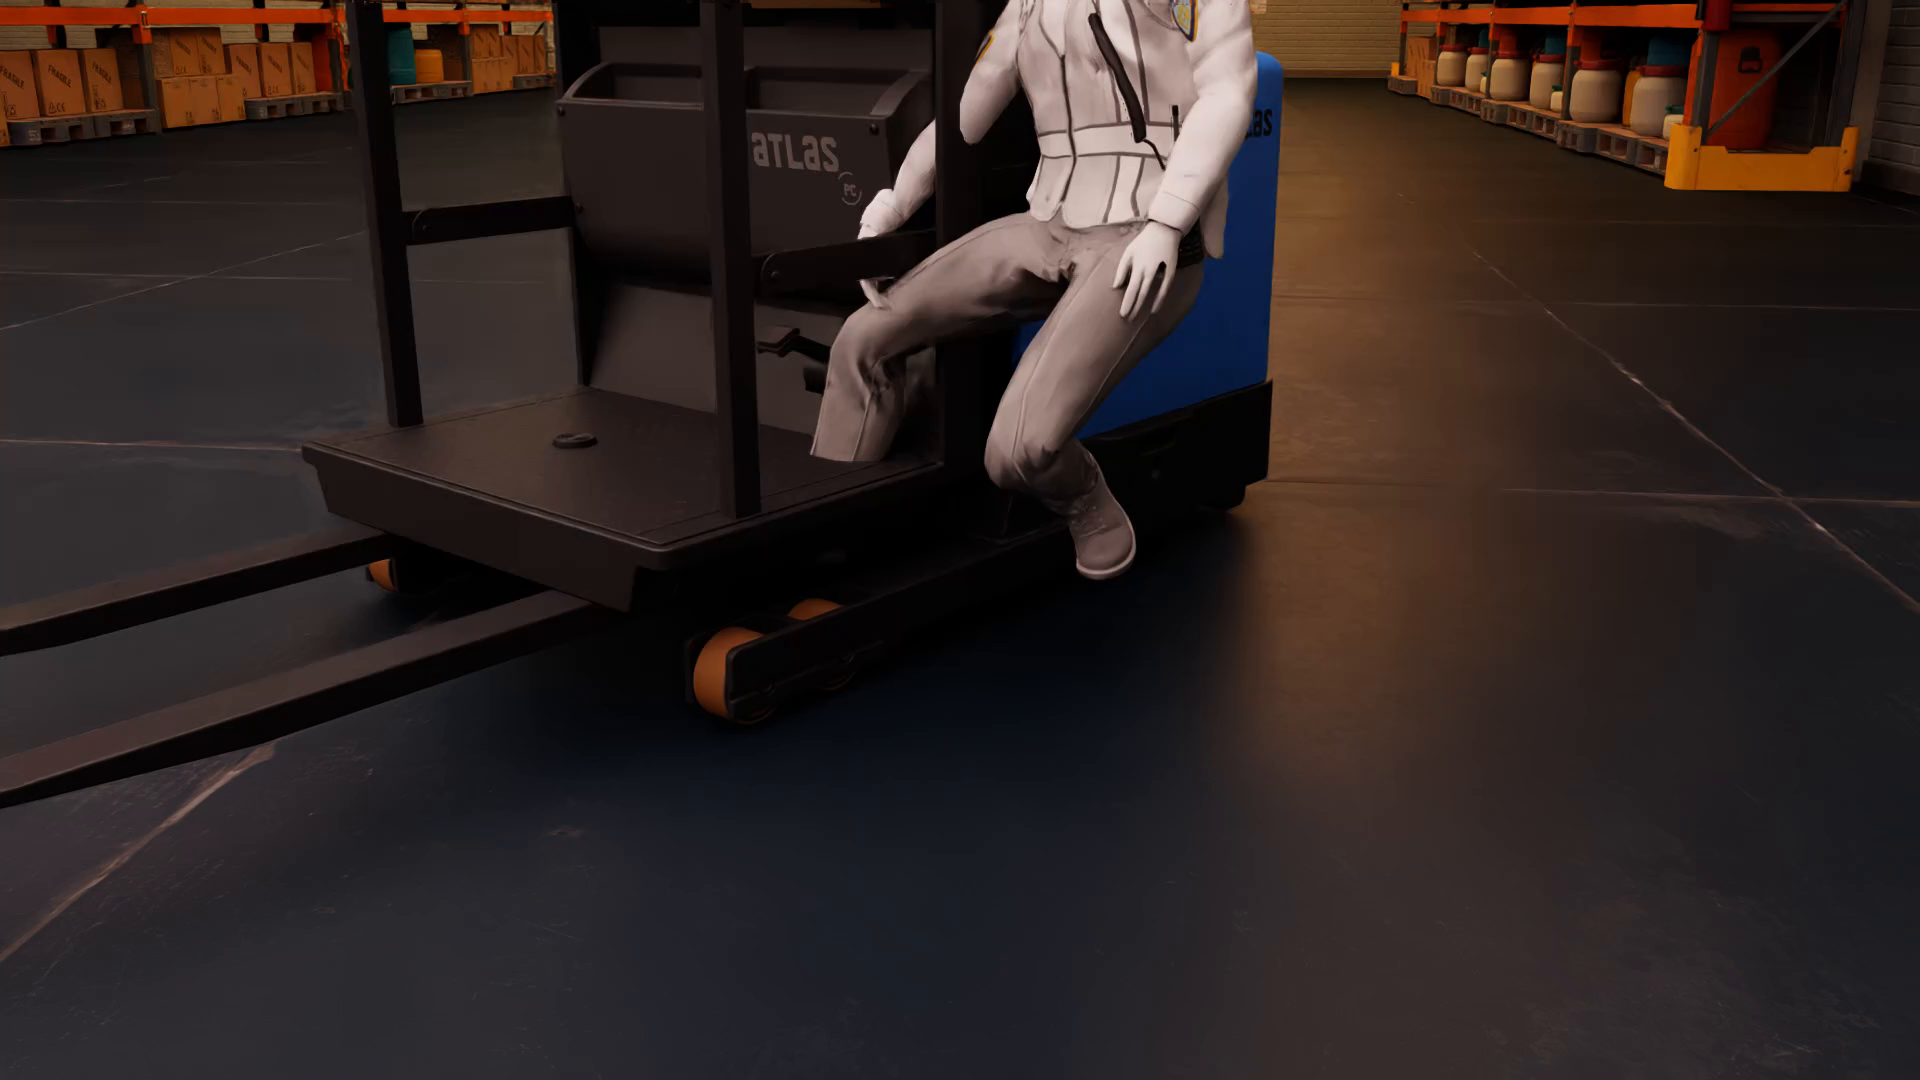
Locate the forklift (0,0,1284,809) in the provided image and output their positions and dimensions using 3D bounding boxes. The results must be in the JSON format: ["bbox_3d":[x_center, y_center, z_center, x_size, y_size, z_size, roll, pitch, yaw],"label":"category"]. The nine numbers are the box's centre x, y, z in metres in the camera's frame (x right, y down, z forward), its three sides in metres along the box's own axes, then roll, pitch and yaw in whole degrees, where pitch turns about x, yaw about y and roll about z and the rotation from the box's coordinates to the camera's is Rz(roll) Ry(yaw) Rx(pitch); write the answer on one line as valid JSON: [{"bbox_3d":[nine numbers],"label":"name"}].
[{"bbox_3d":[-0.572,-1.252,2.924,1.130,2.935,3.031,14,22,38],"label":"forklift"}]

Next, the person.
[{"bbox_3d":[0.011,-0.570,2.820,0.723,1.420,0.775,-11,21,-31],"label":"person"}]
